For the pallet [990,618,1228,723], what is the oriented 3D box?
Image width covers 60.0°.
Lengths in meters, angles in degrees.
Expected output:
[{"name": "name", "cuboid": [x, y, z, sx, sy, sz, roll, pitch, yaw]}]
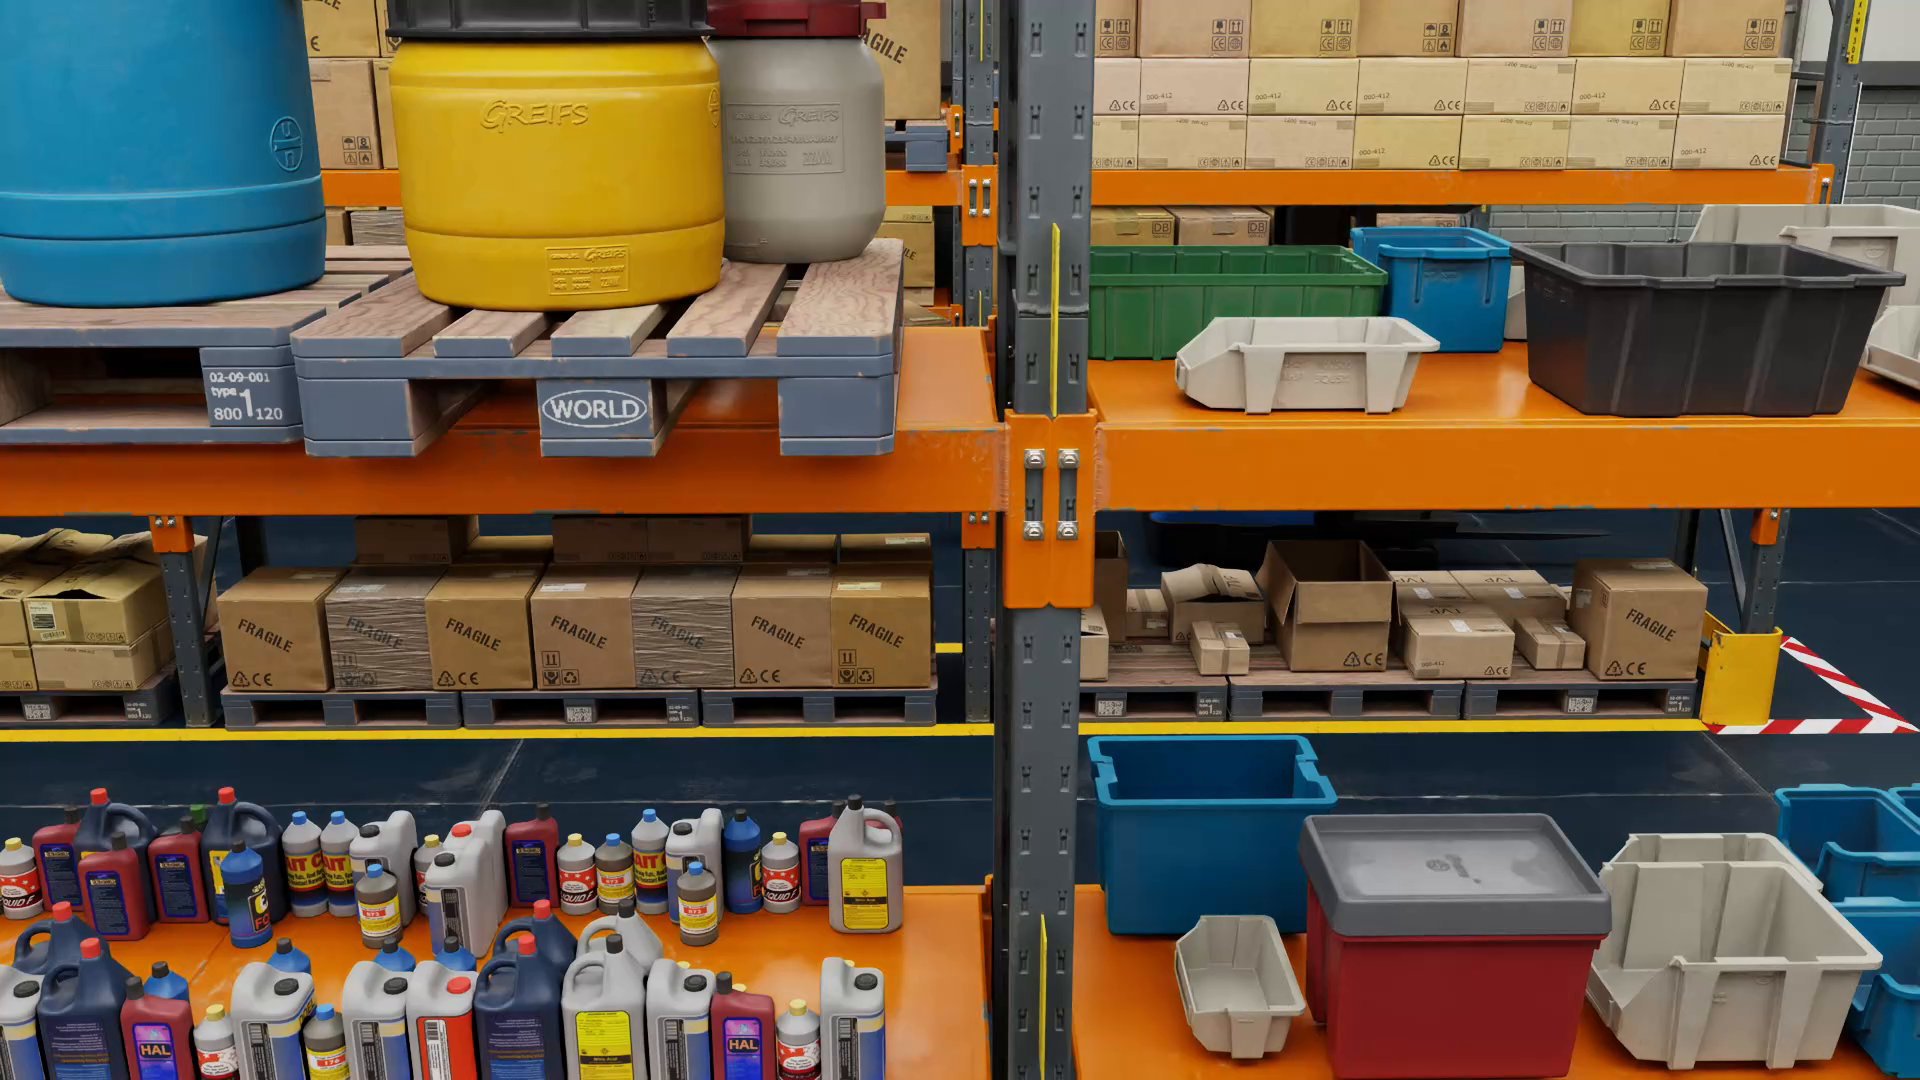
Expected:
[{"name": "pallet", "cuboid": [0.771, 0.693, 9.042, 1.213, 0.211, 1.003, 0, 18, -1]}]

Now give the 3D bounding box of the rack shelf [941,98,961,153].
[{"name": "rack shelf", "cuboid": [-1.998, -3.221, 12.944, 4.000, 0.370, 1.077, 0, 18, -1]}]

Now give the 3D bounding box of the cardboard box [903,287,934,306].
[{"name": "cardboard box", "cuboid": [-0.332, -1.947, 13.084, 0.250, 0.149, 0.380, 0, 18, 0]}]

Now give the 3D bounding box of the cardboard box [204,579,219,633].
[{"name": "cardboard box", "cuboid": [-4.444, 0.410, 9.174, 0.500, 0.250, 0.500, 0, 18, -1]}]

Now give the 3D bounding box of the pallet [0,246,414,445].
[{"name": "pallet", "cuboid": [-1.758, -0.417, 3.336, 1.213, 0.211, 1.003, 0, 18, -1]}]

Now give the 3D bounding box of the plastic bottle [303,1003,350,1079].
[{"name": "plastic bottle", "cuboid": [-1.350, 1.090, 3.564, 0.097, 0.201, 0.097, 0, 18, 0]}]

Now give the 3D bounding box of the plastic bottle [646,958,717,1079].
[{"name": "plastic bottle", "cuboid": [-0.596, 1.042, 3.590, 0.135, 0.276, 0.152, 0, 18, -1]}]

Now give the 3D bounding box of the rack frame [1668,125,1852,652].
[{"name": "rack frame", "cuboid": [4.083, -0.651, 8.667, 0.127, 3.000, 1.000, 0, 18, -1]}]

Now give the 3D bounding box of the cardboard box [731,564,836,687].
[{"name": "cardboard box", "cuboid": [-0.899, 0.439, 8.641, 0.500, 0.500, 0.500, 0, 18, -1]}]

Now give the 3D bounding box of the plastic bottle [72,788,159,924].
[{"name": "plastic bottle", "cuboid": [-2.141, 0.798, 4.230, 0.185, 0.351, 0.144, 0, 18, -1]}]

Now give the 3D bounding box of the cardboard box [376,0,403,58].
[{"name": "cardboard box", "cuboid": [-2.459, -2.570, 7.936, 0.500, 0.500, 0.500, 0, 18, -1]}]

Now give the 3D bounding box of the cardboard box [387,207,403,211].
[{"name": "cardboard box", "cuboid": [-4.342, -2.681, 13.047, 0.250, 0.149, 0.380, -3, 18, -8]}]

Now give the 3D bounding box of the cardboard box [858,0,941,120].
[{"name": "cardboard box", "cuboid": [-0.421, -2.375, 8.116, 0.600, 0.600, 0.600, -2, 18, -6]}]

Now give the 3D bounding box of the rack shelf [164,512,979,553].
[{"name": "rack shelf", "cuboid": [-1.916, -0.280, 8.686, 4.000, 0.370, 1.077, 0, 18, -1]}]

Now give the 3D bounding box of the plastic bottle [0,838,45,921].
[{"name": "plastic bottle", "cuboid": [-2.416, 0.863, 4.271, 0.097, 0.201, 0.097, 0, 18, 0]}]

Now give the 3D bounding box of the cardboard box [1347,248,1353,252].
[{"name": "cardboard box", "cuboid": [2.105, -1.245, 8.717, 0.500, 0.500, 0.500, 0, 18, -1]}]

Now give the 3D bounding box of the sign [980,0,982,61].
[{"name": "sign", "cuboid": [0.096, -2.324, 7.481, 0.005, 0.325, 0.100, 0, 18, -1]}]

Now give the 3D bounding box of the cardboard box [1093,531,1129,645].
[{"name": "cardboard box", "cuboid": [0.649, 0.260, 9.200, 0.500, 0.500, 0.500, 0, 18, -1]}]

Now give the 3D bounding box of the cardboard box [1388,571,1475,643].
[{"name": "cardboard box", "cuboid": [2.535, 0.369, 9.266, 0.500, 0.250, 0.500, 0, 18, -1]}]

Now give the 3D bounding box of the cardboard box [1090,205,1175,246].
[{"name": "cardboard box", "cuboid": [1.275, -2.287, 13.275, 0.700, 0.700, 0.980, -1, 18, -2]}]

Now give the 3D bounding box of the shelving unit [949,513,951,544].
[{"name": "shelving unit", "cuboid": [0.054, -0.500, 11.388, 0.252, 1.050, 0.215, 0, 18, -1]}]

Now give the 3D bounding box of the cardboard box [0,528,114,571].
[{"name": "cardboard box", "cuboid": [-4.969, 0.148, 9.072, 0.500, 0.311, 0.500, -1, 18, -2]}]

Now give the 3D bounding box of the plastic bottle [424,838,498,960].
[{"name": "plastic bottle", "cuboid": [-1.234, 0.877, 4.106, 0.135, 0.276, 0.152, 0, 18, -1]}]

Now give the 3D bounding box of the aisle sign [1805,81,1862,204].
[{"name": "aisle sign", "cuboid": [4.156, -1.796, 7.979, 0.004, 0.787, 0.394, 0, 18, -1]}]

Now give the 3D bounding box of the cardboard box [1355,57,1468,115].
[{"name": "cardboard box", "cuboid": [2.074, -2.158, 7.879, 0.500, 0.250, 0.500, 0, 18, -1]}]

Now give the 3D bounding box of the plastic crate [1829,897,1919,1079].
[{"name": "plastic crate", "cuboid": [2.108, 1.001, 3.692, 0.300, 0.233, 0.416, 0, 18, -1]}]

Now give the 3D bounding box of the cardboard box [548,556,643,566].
[{"name": "cardboard box", "cuboid": [-1.942, 0.285, 9.120, 0.500, 0.500, 0.500, -1, 18, -3]}]

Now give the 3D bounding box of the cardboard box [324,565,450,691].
[{"name": "cardboard box", "cuboid": [-2.933, 0.449, 8.609, 0.500, 0.500, 0.500, -1, 18, -3]}]

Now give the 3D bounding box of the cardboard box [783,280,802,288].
[{"name": "cardboard box", "cuboid": [-1.468, -2.259, 12.996, 0.500, 0.500, 0.500, 0, 18, -1]}]

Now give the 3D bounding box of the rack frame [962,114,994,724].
[{"name": "rack frame", "cuboid": [0.084, -0.632, 8.607, 0.127, 3.000, 1.000, 0, 18, -1]}]

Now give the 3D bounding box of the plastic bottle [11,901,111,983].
[{"name": "plastic bottle", "cuboid": [-1.994, 0.968, 3.699, 0.185, 0.351, 0.144, 0, 18, -1]}]

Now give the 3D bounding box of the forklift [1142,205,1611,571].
[{"name": "forklift", "cuboid": [2.787, -1.348, 10.952, 3.031, 2.935, 1.130, 1, 18, 3]}]

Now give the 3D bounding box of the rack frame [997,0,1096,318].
[{"name": "rack frame", "cuboid": [0.158, -1.976, 2.974, 0.127, 3.000, 1.000, 0, 18, -1]}]

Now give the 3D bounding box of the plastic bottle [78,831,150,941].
[{"name": "plastic bottle", "cuboid": [-2.114, 0.861, 4.143, 0.133, 0.283, 0.061, 0, 18, -1]}]

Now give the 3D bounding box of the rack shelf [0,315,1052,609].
[{"name": "rack shelf", "cuboid": [-1.841, -0.195, 3.512, 4.000, 0.370, 1.077, 0, 18, -1]}]

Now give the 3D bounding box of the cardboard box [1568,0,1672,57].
[{"name": "cardboard box", "cuboid": [3.069, -2.619, 8.090, 0.500, 0.500, 0.700, 0, 18, -1]}]

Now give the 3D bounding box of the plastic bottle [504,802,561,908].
[{"name": "plastic bottle", "cuboid": [-1.103, 0.812, 4.296, 0.133, 0.283, 0.061, 0, 18, -1]}]

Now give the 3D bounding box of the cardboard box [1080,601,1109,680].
[{"name": "cardboard box", "cuboid": [0.507, 0.503, 8.750, 0.500, 0.311, 0.500, 0, 18, -1]}]

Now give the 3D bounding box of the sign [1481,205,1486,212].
[{"name": "sign", "cuboid": [3.996, -2.662, 12.653, 0.005, 0.325, 0.100, 0, 18, -1]}]

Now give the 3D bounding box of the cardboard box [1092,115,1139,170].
[{"name": "cardboard box", "cuboid": [0.574, -1.916, 7.943, 0.500, 0.250, 0.500, 0, 18, -1]}]

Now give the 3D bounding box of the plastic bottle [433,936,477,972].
[{"name": "plastic bottle", "cuboid": [-1.121, 1.009, 3.702, 0.097, 0.271, 0.097, 0, 18, 0]}]

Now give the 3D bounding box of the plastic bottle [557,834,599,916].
[{"name": "plastic bottle", "cuboid": [-0.987, 0.856, 4.292, 0.097, 0.201, 0.097, 0, 18, 0]}]

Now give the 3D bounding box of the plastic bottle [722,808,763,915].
[{"name": "plastic bottle", "cuboid": [-0.561, 0.821, 4.288, 0.097, 0.271, 0.097, 0, 18, 0]}]

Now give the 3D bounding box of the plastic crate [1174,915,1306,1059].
[{"name": "plastic crate", "cuboid": [0.626, 1.019, 3.793, 0.243, 0.136, 0.396, 0, 18, -1]}]

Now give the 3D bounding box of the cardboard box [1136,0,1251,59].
[{"name": "cardboard box", "cuboid": [1.072, -2.557, 7.897, 0.500, 0.500, 0.700, 0, 18, -1]}]

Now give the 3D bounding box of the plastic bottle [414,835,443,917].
[{"name": "plastic bottle", "cuboid": [-1.353, 0.858, 4.287, 0.097, 0.201, 0.097, 0, 18, 0]}]

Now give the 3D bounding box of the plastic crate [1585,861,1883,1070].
[{"name": "plastic crate", "cuboid": [1.688, 0.958, 3.747, 0.530, 0.282, 0.437, 0, 18, -1]}]

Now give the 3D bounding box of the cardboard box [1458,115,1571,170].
[{"name": "cardboard box", "cuboid": [2.574, -1.920, 7.956, 0.500, 0.250, 0.500, 0, 18, -1]}]

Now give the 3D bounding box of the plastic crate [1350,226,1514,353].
[{"name": "plastic crate", "cuboid": [1.064, -0.569, 3.775, 0.300, 0.233, 0.416, 0, 18, -1]}]
